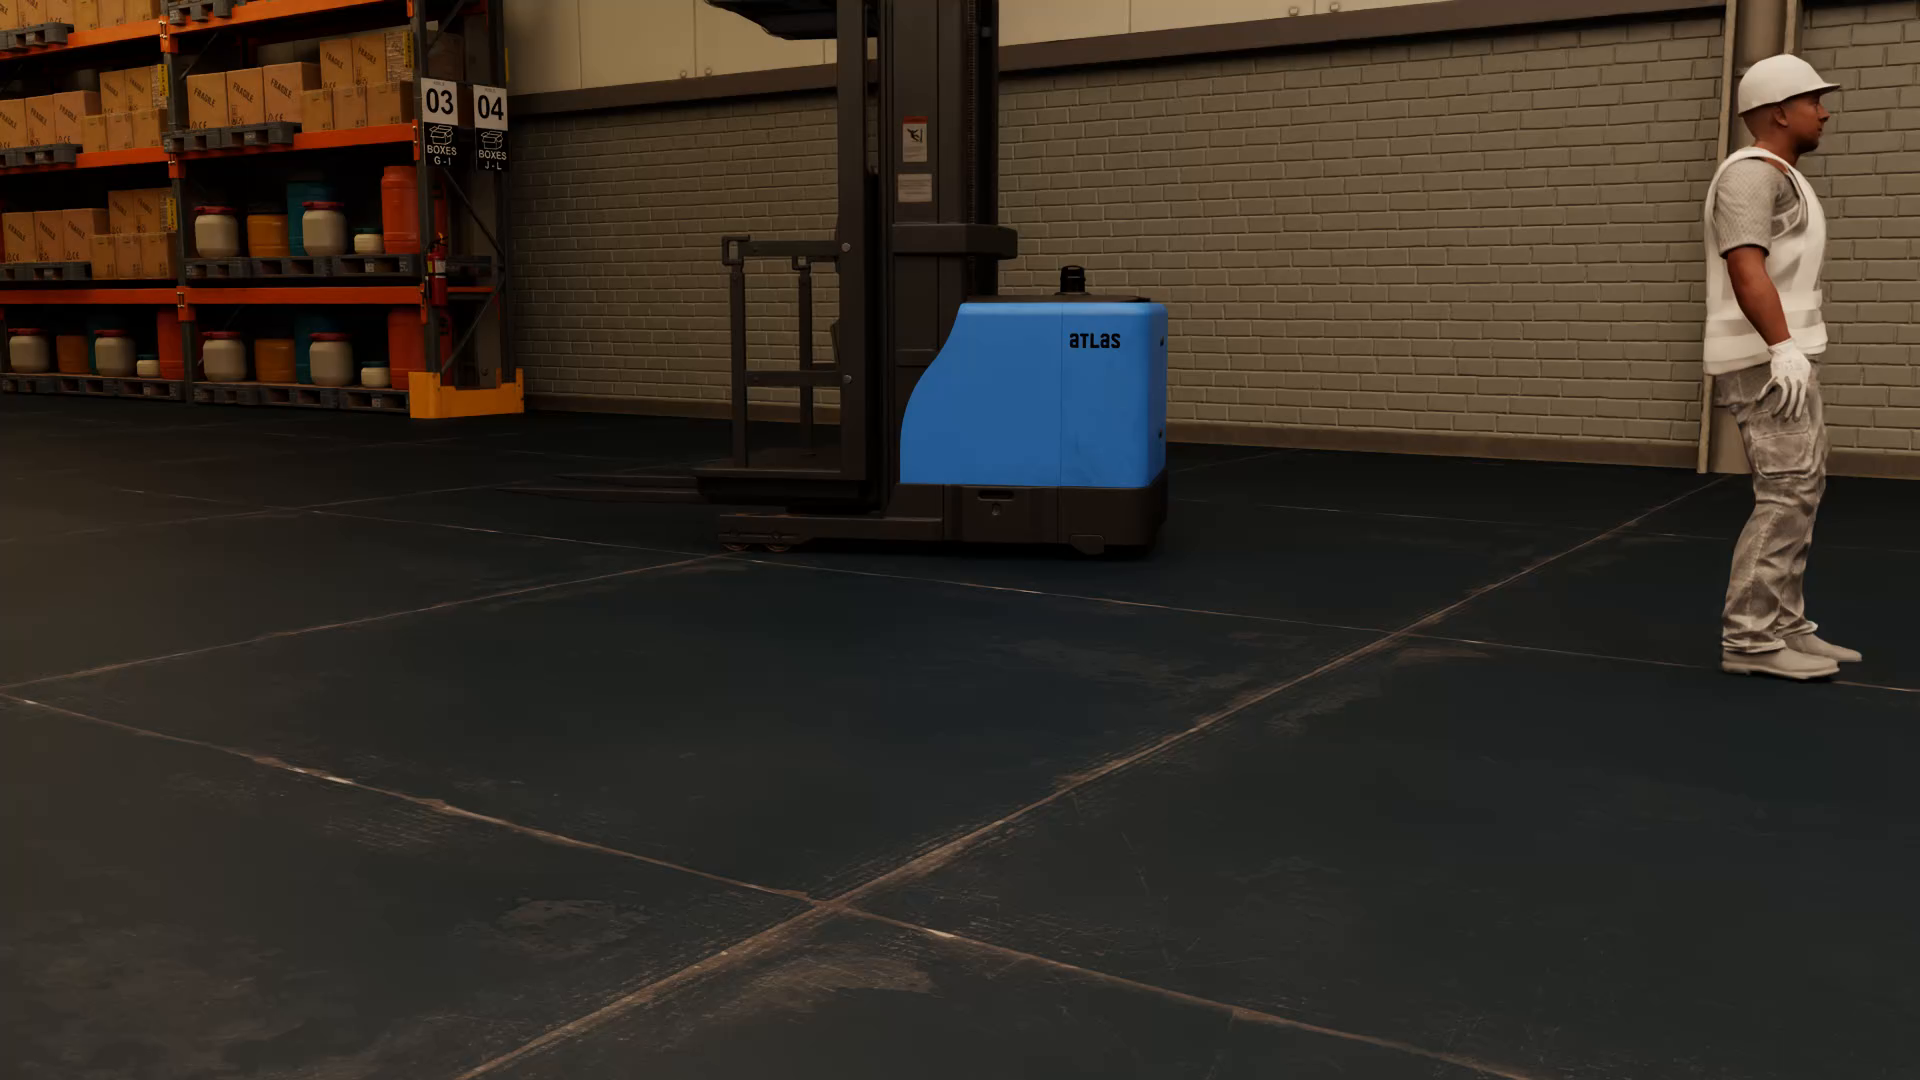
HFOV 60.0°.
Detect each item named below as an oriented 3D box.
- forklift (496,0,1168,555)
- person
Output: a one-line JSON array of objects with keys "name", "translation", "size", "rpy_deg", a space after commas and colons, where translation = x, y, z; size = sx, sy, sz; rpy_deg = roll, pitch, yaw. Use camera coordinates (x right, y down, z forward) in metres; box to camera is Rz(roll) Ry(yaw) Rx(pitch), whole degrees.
[{"name": "forklift", "translation": [-0.596, -1.469, 7.520], "size": [3.031, 2.935, 1.130], "rpy_deg": [2, 8, 12]}, {"name": "person", "translation": [2.426, -0.497, 4.858], "size": [0.507, 1.804, 0.648], "rpy_deg": [4, 9, 26]}]
